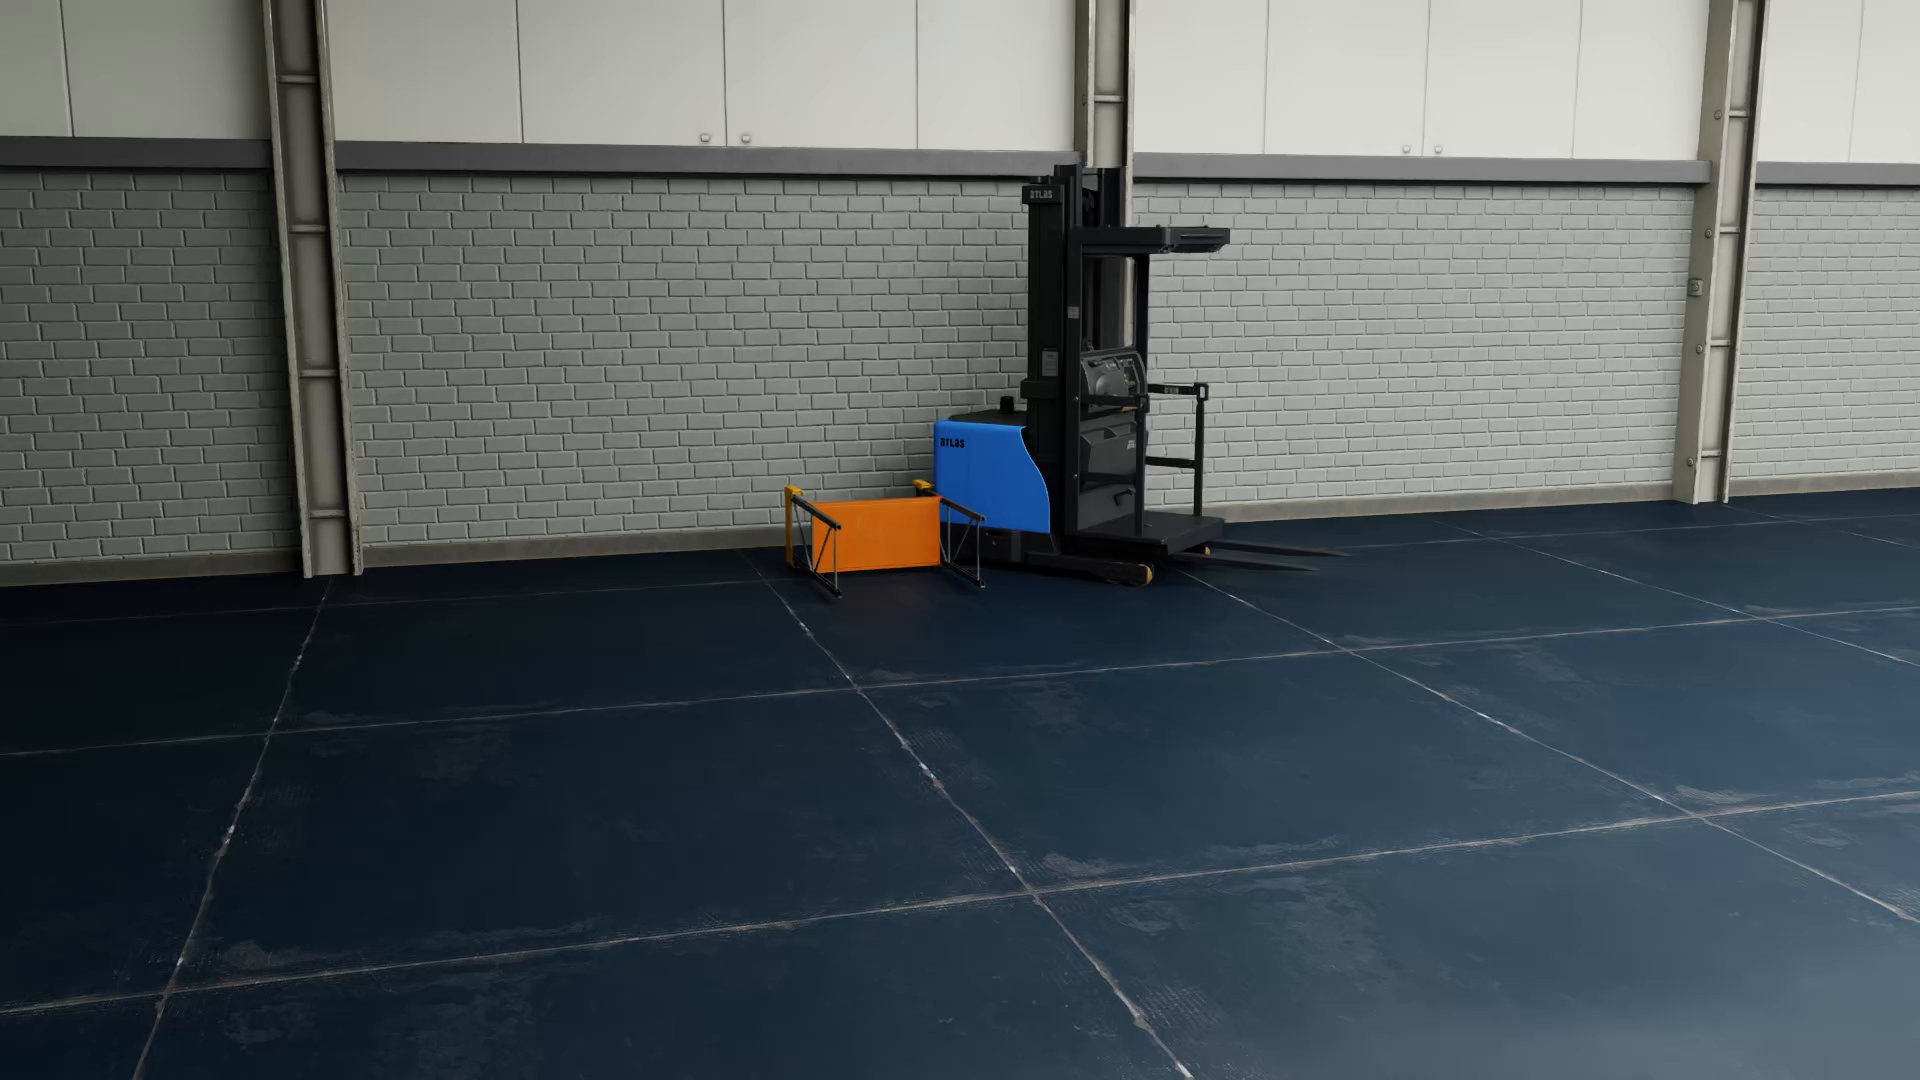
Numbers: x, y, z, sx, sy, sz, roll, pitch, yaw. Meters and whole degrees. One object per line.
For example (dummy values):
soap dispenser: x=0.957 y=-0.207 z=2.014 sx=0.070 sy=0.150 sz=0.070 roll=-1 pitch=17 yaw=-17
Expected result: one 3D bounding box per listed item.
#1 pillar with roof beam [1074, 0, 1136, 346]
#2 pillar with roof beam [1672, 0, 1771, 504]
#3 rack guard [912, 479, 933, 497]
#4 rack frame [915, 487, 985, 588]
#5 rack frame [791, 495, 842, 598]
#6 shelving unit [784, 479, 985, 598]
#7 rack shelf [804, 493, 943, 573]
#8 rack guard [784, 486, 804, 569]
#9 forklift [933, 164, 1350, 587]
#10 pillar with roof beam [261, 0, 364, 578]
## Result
pillar with roof beam: x=2.353 y=-3.742 z=9.017 sx=0.400 sy=9.000 sz=9.100 roll=-3 pitch=11 yaw=-16
pillar with roof beam: x=8.114 y=-4.045 z=10.667 sx=0.400 sy=9.000 sz=9.100 roll=-3 pitch=11 yaw=-16
rack guard: x=-0.288 y=-0.154 z=12.690 sx=0.087 sy=0.587 sz=0.250 roll=-4 pitch=11 yaw=-19
rack frame: x=-0.085 y=-0.047 z=12.109 sx=0.032 sy=0.500 sz=1.500 roll=-4 pitch=11 yaw=-19
rack frame: x=-1.047 y=0.012 z=11.786 sx=0.032 sy=0.500 sz=1.500 roll=-4 pitch=11 yaw=-19
shelving unit: x=-0.557 y=-0.018 z=11.950 sx=1.083 sy=0.587 sz=1.500 roll=-4 pitch=11 yaw=-19
rack shelf: x=-0.624 y=-0.048 z=12.115 sx=1.000 sy=0.538 sz=0.185 roll=-4 pitch=11 yaw=-19
rack guard: x=-1.231 y=-0.096 z=12.373 sx=0.087 sy=0.587 sz=0.250 roll=-4 pitch=11 yaw=-19
forklift: x=1.302 y=-1.217 z=12.063 sx=3.031 sy=2.935 sz=1.130 roll=7 pitch=12 yaw=32
pillar with roof beam: x=-3.408 y=-3.438 z=7.368 sx=0.400 sy=9.000 sz=9.100 roll=-3 pitch=11 yaw=-16
